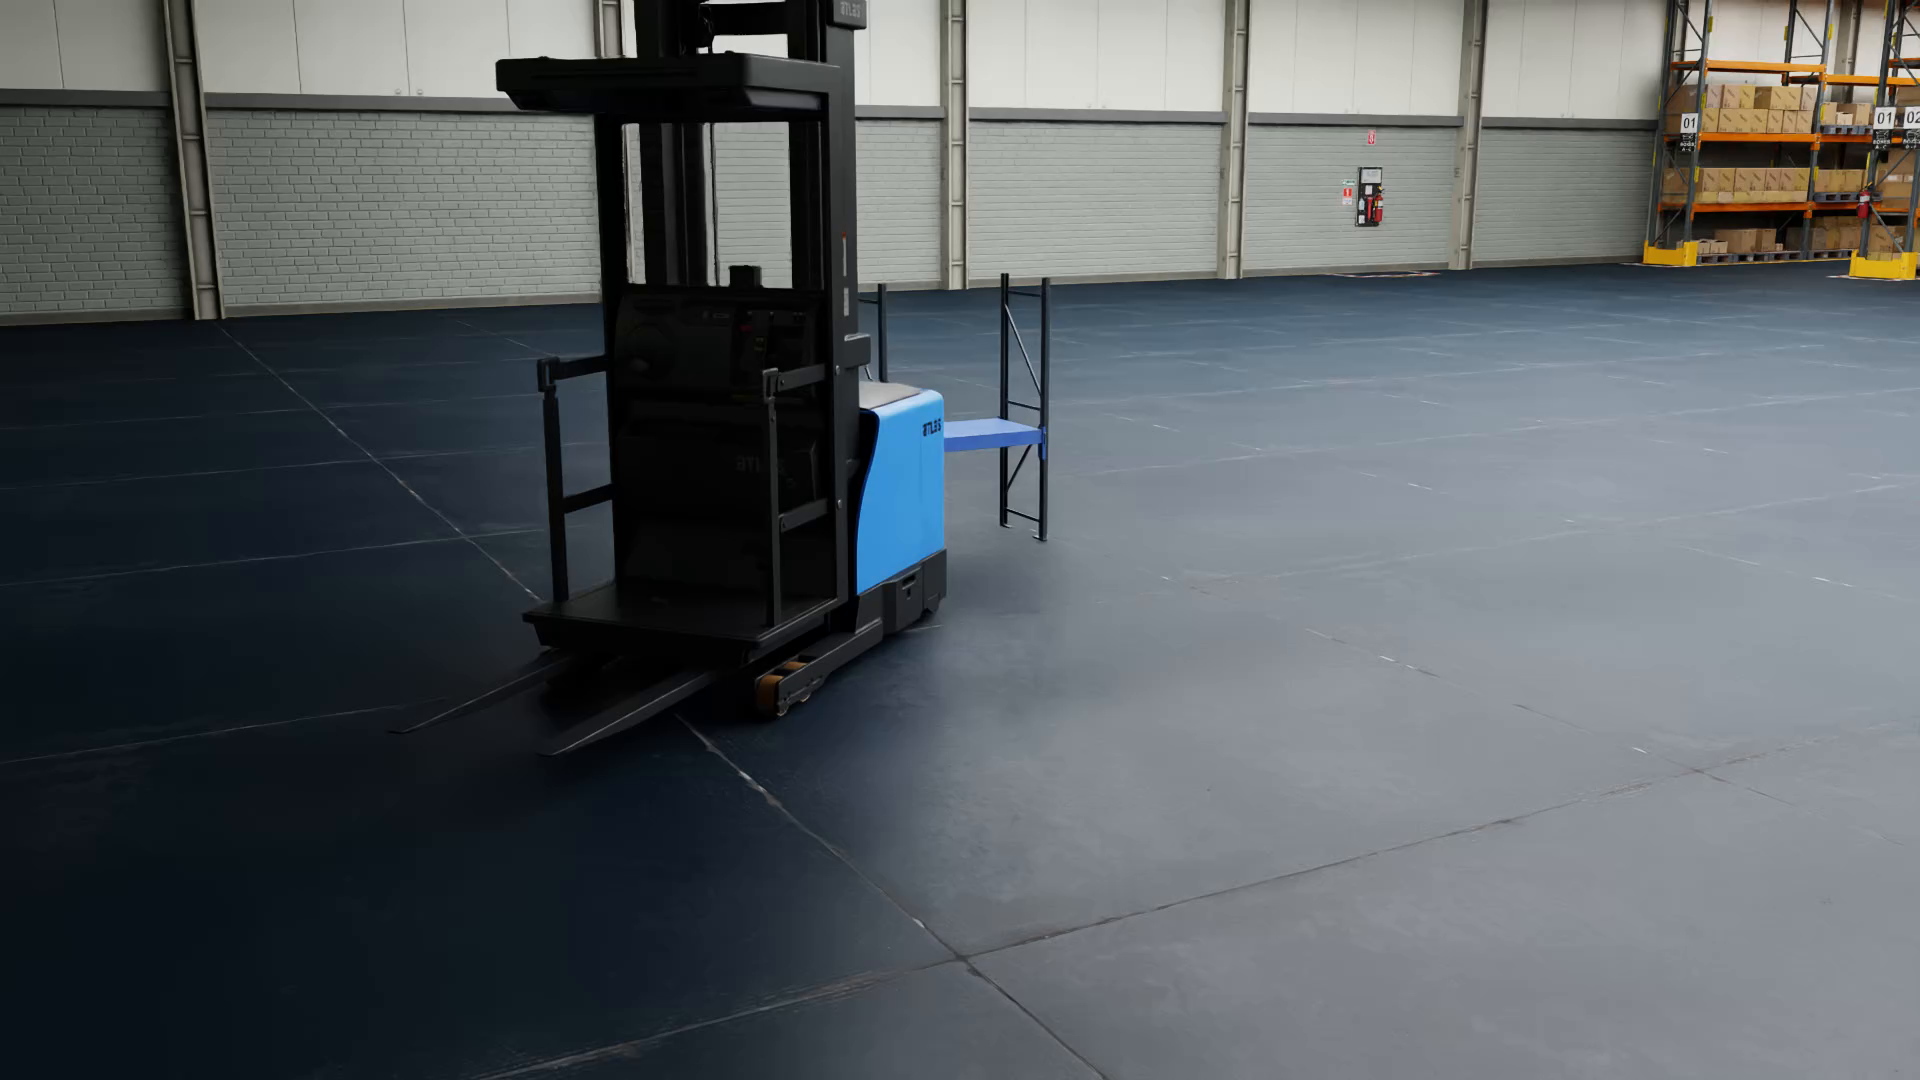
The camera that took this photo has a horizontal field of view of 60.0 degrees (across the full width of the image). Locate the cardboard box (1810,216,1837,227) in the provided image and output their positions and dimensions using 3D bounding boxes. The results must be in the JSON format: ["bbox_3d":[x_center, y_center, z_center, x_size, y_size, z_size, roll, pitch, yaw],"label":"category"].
[{"bbox_3d":[20.041,-7.422,38.740,0.500,0.250,0.500,-7,15,-29],"label":"cardboard box"}]

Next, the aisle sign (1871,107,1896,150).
[{"bbox_3d":[17.685,-7.876,31.854,0.004,0.787,0.394,-7,14,-28],"label":"aisle sign"}]

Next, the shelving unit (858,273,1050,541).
[{"bbox_3d":[-0.075,-0.723,9.405,1.048,1.500,0.538,-7,14,-28],"label":"shelving unit"}]

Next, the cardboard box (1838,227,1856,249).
[{"bbox_3d":[20.552,-7.119,39.102,0.500,0.500,0.700,-7,14,-27],"label":"cardboard box"}]

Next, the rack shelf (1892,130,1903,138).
[{"bbox_3d":[19.639,-7.881,32.604,4.000,0.370,1.077,-7,14,-28],"label":"rack shelf"}]

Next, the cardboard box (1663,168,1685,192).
[{"bbox_3d":[15.819,-7.906,36.494,0.500,0.500,0.500,-7,14,-28],"label":"cardboard box"}]

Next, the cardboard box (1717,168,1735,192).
[{"bbox_3d":[16.508,-7.857,36.279,0.500,0.500,0.500,-7,14,-28],"label":"cardboard box"}]

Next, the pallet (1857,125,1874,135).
[{"bbox_3d":[20.519,-9.459,38.405,1.003,0.211,1.213,-7,14,-28],"label":"pallet"}]

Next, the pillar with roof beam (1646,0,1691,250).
[{"bbox_3d":[17.769,-9.850,32.882,0.400,9.000,9.100,-7,14,-28],"label":"pillar with roof beam"}]

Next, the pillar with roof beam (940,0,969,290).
[{"bbox_3d":[1.970,-7.957,24.468,0.400,9.000,9.100,-7,14,-28],"label":"pillar with roof beam"}]

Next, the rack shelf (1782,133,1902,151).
[{"bbox_3d":[20.773,-9.256,38.714,4.000,0.370,1.077,-7,14,-28],"label":"rack shelf"}]

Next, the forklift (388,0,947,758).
[{"bbox_3d":[-1.086,-0.840,6.667,1.130,2.935,3.031,5,14,21],"label":"forklift"}]

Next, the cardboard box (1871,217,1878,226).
[{"bbox_3d":[21.391,-7.582,39.449,0.500,0.250,0.500,-7,14,-27],"label":"cardboard box"}]

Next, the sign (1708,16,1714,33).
[{"bbox_3d":[15.767,-10.829,34.925,0.005,0.325,0.100,-7,14,-28],"label":"sign"}]

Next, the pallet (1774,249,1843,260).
[{"bbox_3d":[19.700,-6.655,38.700,1.213,0.211,1.003,-7,14,-28],"label":"pallet"}]

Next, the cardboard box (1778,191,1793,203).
[{"bbox_3d":[18.306,-7.711,37.337,0.500,0.250,0.500,-7,14,-28],"label":"cardboard box"}]

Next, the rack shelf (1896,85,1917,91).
[{"bbox_3d":[24.284,-10.945,40.298,4.000,0.370,1.077,-7,14,-28],"label":"rack shelf"}]

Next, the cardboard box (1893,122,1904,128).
[{"bbox_3d":[22.026,-9.656,39.009,0.500,0.311,0.500,-7,14,-28],"label":"cardboard box"}]

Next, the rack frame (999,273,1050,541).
[{"bbox_3d":[0.371,-0.776,9.642,0.032,1.500,0.500,-7,14,-28],"label":"rack frame"}]

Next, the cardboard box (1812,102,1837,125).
[{"bbox_3d":[19.536,-9.693,37.830,0.500,0.500,0.500,-5,13,-20],"label":"cardboard box"}]

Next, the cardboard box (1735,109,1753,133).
[{"bbox_3d":[16.862,-9.127,36.226,0.500,0.500,0.500,-6,14,-25],"label":"cardboard box"}]

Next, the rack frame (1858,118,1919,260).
[{"bbox_3d":[17.884,-6.558,31.919,0.127,3.000,1.000,-7,14,-28],"label":"rack frame"}]

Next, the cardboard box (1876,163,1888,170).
[{"bbox_3d":[21.965,-8.855,39.418,0.250,0.149,0.380,-10,16,-37],"label":"cardboard box"}]

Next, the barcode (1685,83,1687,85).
[{"bbox_3d":[15.890,-9.976,36.403,0.075,0.075,0.001,-7,14,-28],"label":"barcode"}]

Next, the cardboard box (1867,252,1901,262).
[{"bbox_3d":[18.213,-5.535,32.679,0.500,0.250,0.500,-7,14,-28],"label":"cardboard box"}]

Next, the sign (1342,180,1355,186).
[{"bbox_3d":[7.726,-7.106,33.062,0.331,0.109,0.001,-7,14,-28],"label":"sign"}]

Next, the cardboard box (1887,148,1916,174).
[{"bbox_3d":[18.346,-7.292,31.998,0.500,0.500,0.700,-7,14,-28],"label":"cardboard box"}]

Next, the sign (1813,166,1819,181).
[{"bbox_3d":[19.284,-8.252,37.473,0.005,0.325,0.100,-7,14,-28],"label":"sign"}]

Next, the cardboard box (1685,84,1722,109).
[{"bbox_3d":[15.961,-9.516,35.679,0.500,0.500,0.500,-8,15,-32],"label":"cardboard box"}]

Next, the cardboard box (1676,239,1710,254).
[{"bbox_3d":[16.157,-6.471,36.653,0.500,0.311,0.500,-9,15,-34],"label":"cardboard box"}]

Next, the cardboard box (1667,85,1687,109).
[{"bbox_3d":[15.760,-9.618,36.132,0.500,0.500,0.500,-6,14,-25],"label":"cardboard box"}]

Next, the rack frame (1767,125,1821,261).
[{"bbox_3d":[19.018,-7.933,38.029,0.127,3.000,1.000,-7,14,-28],"label":"rack frame"}]

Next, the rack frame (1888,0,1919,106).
[{"bbox_3d":[22.529,-11.281,39.240,0.127,3.000,1.000,-7,14,-28],"label":"rack frame"}]

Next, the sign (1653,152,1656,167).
[{"bbox_3d":[15.258,-8.341,36.482,0.005,0.325,0.100,-7,14,-28],"label":"sign"}]

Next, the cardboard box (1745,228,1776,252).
[{"bbox_3d":[18.126,-6.812,37.736,0.500,0.500,0.500,-8,15,-32],"label":"cardboard box"}]

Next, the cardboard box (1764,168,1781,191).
[{"bbox_3d":[17.868,-8.022,37.011,0.500,0.500,0.500,-7,15,-29],"label":"cardboard box"}]

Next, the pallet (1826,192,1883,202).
[{"bbox_3d":[20.811,-8.045,38.960,1.213,0.211,1.003,-7,14,-28],"label":"pallet"}]

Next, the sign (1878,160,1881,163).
[{"bbox_3d":[22.260,-9.026,40.246,0.005,0.325,0.100,-7,14,-28],"label":"sign"}]

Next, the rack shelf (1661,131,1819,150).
[{"bbox_3d":[17.262,-8.835,36.844,4.000,0.370,1.077,-7,14,-28],"label":"rack shelf"}]

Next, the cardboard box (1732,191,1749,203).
[{"bbox_3d":[16.986,-7.549,36.618,0.500,0.250,0.500,-7,15,-29],"label":"cardboard box"}]

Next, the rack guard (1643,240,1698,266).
[{"bbox_3d":[15.573,-6.301,36.469,0.348,0.500,1.175,-7,14,-28],"label":"rack guard"}]

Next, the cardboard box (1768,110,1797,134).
[{"bbox_3d":[18.243,-9.304,37.013,0.500,0.500,0.500,-8,15,-33],"label":"cardboard box"}]

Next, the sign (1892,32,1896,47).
[{"bbox_3d":[22.260,-11.921,39.594,0.005,0.325,0.100,-7,14,-28],"label":"sign"}]

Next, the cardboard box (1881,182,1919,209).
[{"bbox_3d":[18.299,-6.654,32.115,0.500,0.500,0.700,-7,14,-28],"label":"cardboard box"}]

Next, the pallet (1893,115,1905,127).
[{"bbox_3d":[18.517,-8.048,31.908,1.213,0.211,1.003,-7,14,-28],"label":"pallet"}]

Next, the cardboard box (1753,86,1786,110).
[{"bbox_3d":[17.778,-9.722,36.592,0.500,0.500,0.500,-7,15,-30],"label":"cardboard box"}]

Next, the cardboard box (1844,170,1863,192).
[{"bbox_3d":[20.538,-8.377,38.768,0.500,0.500,0.700,-5,14,-20],"label":"cardboard box"}]

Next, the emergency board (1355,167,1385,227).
[{"bbox_3d":[8.253,-6.869,33.300,0.643,1.169,0.194,-7,14,-28],"label":"emergency board"}]
